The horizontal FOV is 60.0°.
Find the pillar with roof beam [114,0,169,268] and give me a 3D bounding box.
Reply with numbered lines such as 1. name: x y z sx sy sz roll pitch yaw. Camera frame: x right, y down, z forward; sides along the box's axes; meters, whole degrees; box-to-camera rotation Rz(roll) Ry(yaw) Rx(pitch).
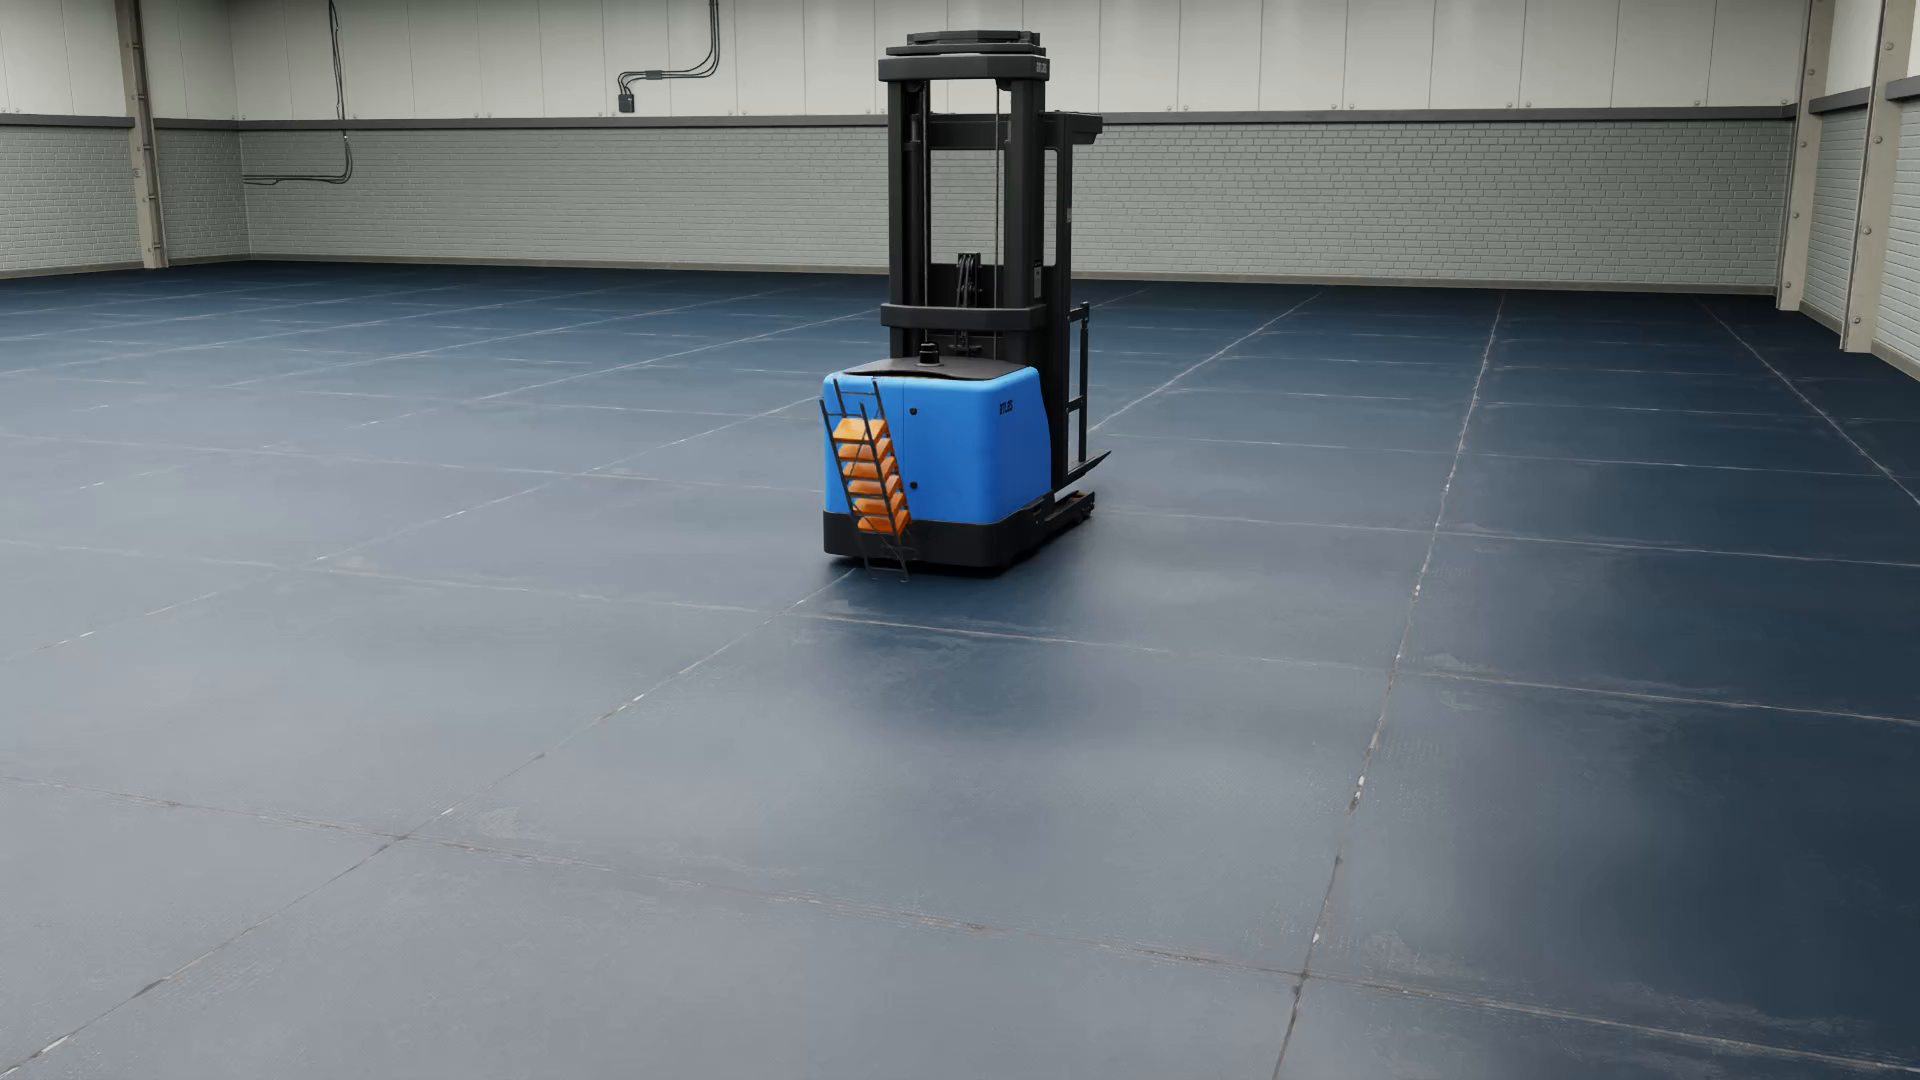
1. pillar with roof beam: -13.044 -9.878 33.042 9.100 9.000 0.400 4 14 18

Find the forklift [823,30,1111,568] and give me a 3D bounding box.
1. forklift: 0.221 -1.560 10.237 1.130 2.935 3.031 5 14 20

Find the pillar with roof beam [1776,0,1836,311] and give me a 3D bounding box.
1. pillar with roof beam: 8.614 -8.230 25.821 9.100 9.000 0.400 4 14 18

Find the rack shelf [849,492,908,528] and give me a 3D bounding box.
1. rack shelf: -0.429 -0.169 8.796 0.258 0.103 0.180 5 42 21

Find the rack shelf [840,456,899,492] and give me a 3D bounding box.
1. rack shelf: -0.470 -0.351 8.645 0.258 0.103 0.180 5 42 21

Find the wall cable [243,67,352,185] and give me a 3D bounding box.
1. wall cable: -14.913 -9.199 37.046 3.097 2.526 0.112 4 14 18

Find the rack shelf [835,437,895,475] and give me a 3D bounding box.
1. rack shelf: -0.491 -0.441 8.569 0.258 0.103 0.180 5 42 21

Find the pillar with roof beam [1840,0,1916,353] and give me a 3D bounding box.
1. pillar with roof beam: 6.673 -6.966 20.286 9.100 9.000 0.400 4 14 18

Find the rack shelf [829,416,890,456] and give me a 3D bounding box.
1. rack shelf: -0.512 -0.532 8.493 0.258 0.103 0.180 5 42 21

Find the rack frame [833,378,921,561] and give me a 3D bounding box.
1. rack frame: -0.428 -0.353 8.755 0.240 1.200 0.006 5 42 21

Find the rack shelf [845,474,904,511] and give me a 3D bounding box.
1. rack shelf: -0.449 -0.260 8.720 0.258 0.103 0.180 5 42 21

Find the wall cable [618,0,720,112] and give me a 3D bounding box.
1. wall cable: -5.936 -11.684 33.313 2.305 6.003 0.169 4 14 18

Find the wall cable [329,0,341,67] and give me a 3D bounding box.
1. wall cable: -12.353 -11.466 35.631 3.097 2.526 0.112 4 14 18

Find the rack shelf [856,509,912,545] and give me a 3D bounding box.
1. rack shelf: -0.408 -0.078 8.871 0.258 0.103 0.180 5 42 21

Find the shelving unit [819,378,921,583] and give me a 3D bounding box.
1. shelving unit: -0.457 -0.293 8.692 0.258 1.200 0.189 5 42 21

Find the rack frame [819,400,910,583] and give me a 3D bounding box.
1. rack frame: -0.486 -0.234 8.629 0.240 1.200 0.006 5 42 21
